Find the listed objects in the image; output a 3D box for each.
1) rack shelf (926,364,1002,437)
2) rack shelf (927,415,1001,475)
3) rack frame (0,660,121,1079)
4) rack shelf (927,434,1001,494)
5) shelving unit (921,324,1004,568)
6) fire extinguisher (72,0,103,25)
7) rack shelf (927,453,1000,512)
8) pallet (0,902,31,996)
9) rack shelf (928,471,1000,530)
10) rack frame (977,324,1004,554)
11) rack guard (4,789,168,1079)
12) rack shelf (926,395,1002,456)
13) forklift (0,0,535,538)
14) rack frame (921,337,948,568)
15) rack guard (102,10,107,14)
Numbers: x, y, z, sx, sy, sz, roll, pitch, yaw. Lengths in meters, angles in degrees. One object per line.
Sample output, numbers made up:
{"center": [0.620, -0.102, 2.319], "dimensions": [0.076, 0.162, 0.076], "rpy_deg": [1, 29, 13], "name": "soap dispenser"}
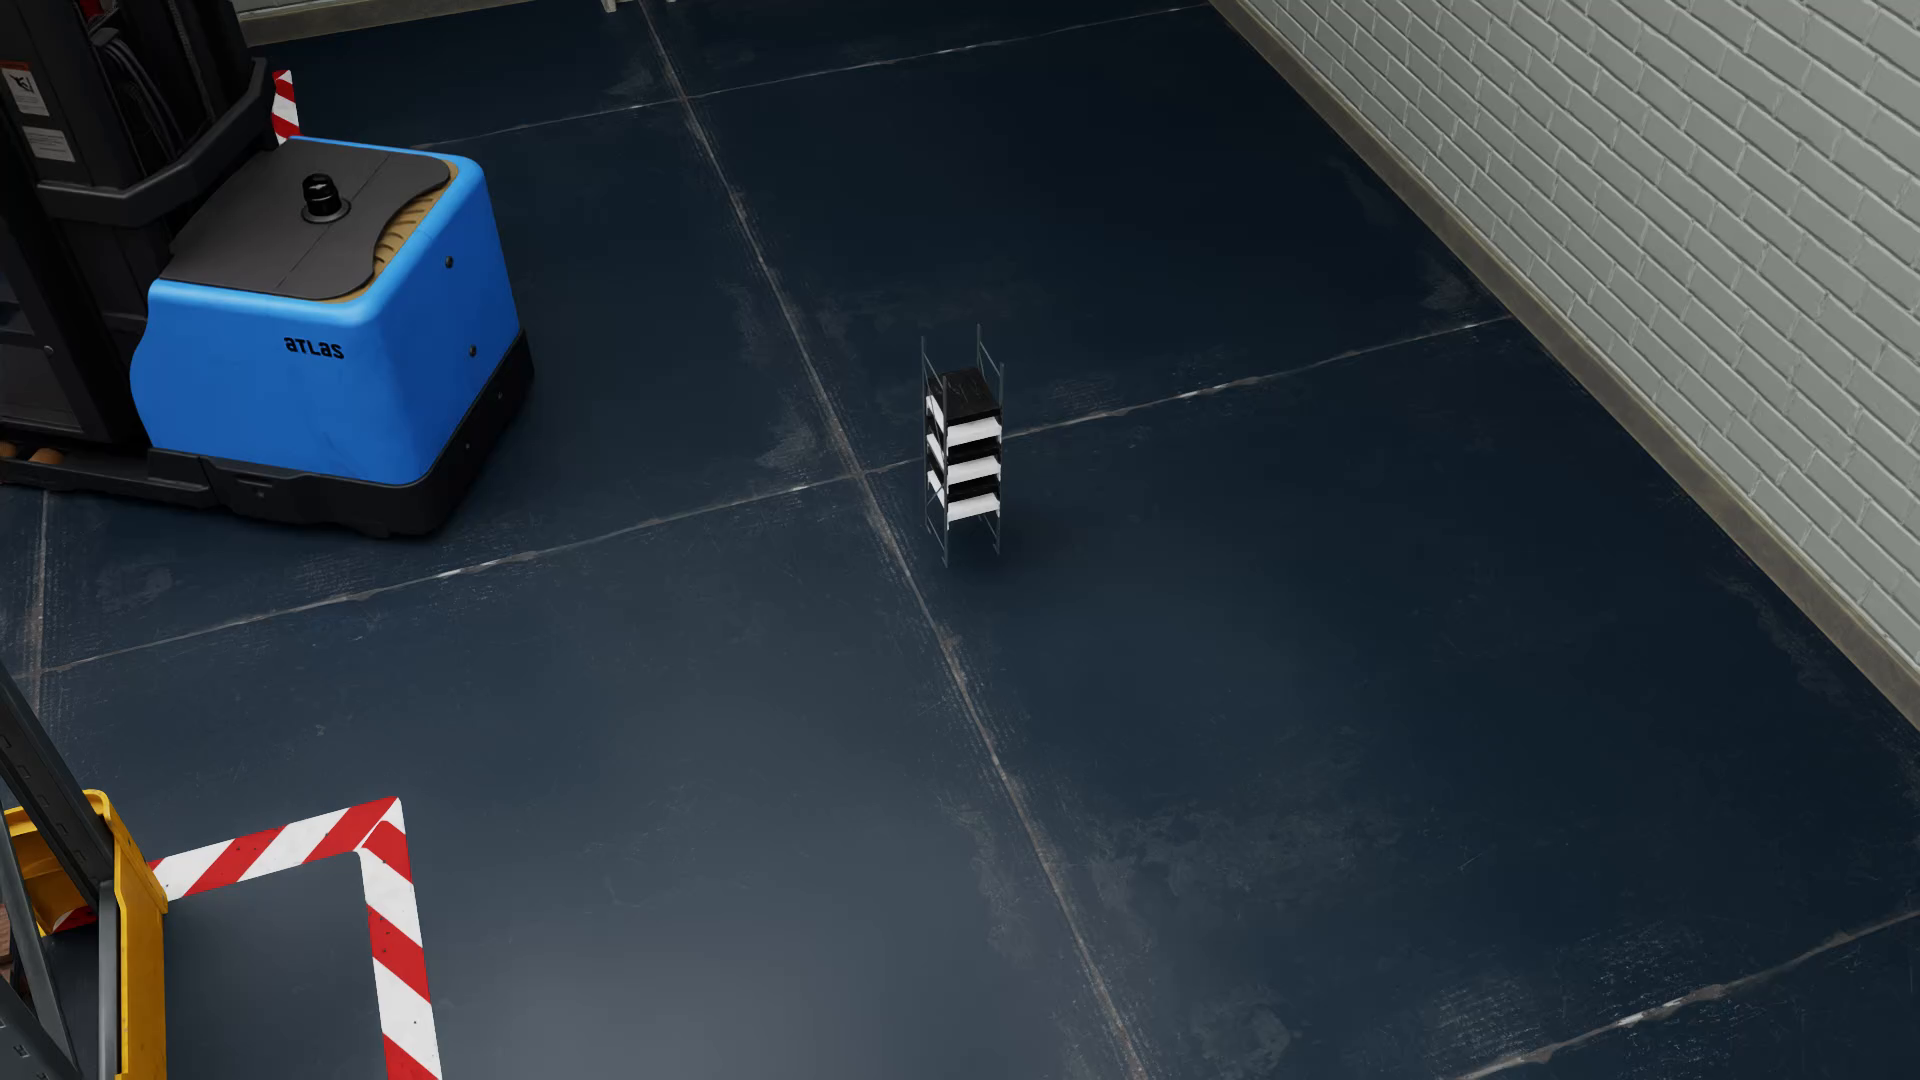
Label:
{"center": [0.008, -0.487, 5.766], "dimensions": [0.200, 0.077, 0.258], "rpy_deg": [-14, 47, -14], "name": "rack shelf"}
{"center": [0.008, -0.360, 5.893], "dimensions": [0.200, 0.077, 0.258], "rpy_deg": [-14, 47, -14], "name": "rack shelf"}
{"center": [-2.369, 0.417, 3.717], "dimensions": [0.127, 3.000, 1.000], "rpy_deg": [-14, 47, -14], "name": "rack frame"}
{"center": [0.008, -0.296, 5.957], "dimensions": [0.200, 0.077, 0.258], "rpy_deg": [-14, 47, -14], "name": "rack shelf"}
{"center": [0.008, -0.320, 5.933], "dimensions": [0.210, 0.900, 0.258], "rpy_deg": [-14, 47, -14], "name": "shelving unit"}
{"center": [-3.756, -2.452, 6.894], "dimensions": [0.183, 0.674, 0.296], "rpy_deg": [-14, 47, -14], "name": "fire extinguisher"}
{"center": [0.008, -0.233, 6.021], "dimensions": [0.200, 0.077, 0.258], "rpy_deg": [-14, 47, -14], "name": "rack shelf"}
{"center": [-3.190, 1.612, 4.495], "dimensions": [1.213, 0.211, 1.003], "rpy_deg": [-14, 47, -14], "name": "pallet"}
{"center": [0.008, -0.169, 6.084], "dimensions": [0.200, 0.077, 0.258], "rpy_deg": [-14, 47, -14], "name": "rack shelf"}
{"center": [0.103, -0.344, 5.958], "dimensions": [0.006, 0.900, 0.240], "rpy_deg": [-14, 47, -14], "name": "rack frame"}
{"center": [-2.440, 1.317, 4.584], "dimensions": [0.348, 0.500, 1.175], "rpy_deg": [-14, 47, -14], "name": "rack guard"}
{"center": [0.008, -0.423, 5.829], "dimensions": [0.200, 0.077, 0.258], "rpy_deg": [-14, 47, -14], "name": "rack shelf"}
{"center": [-3.317, -1.581, 5.757], "dimensions": [3.031, 2.935, 1.130], "rpy_deg": [9, 46, 9], "name": "forklift"}
{"center": [-0.088, -0.295, 5.909], "dimensions": [0.006, 0.900, 0.240], "rpy_deg": [-14, 47, -14], "name": "rack frame"}
{"center": [-4.032, -2.006, 7.896], "dimensions": [0.348, 0.500, 1.175], "rpy_deg": [-14, 47, -14], "name": "rack guard"}
